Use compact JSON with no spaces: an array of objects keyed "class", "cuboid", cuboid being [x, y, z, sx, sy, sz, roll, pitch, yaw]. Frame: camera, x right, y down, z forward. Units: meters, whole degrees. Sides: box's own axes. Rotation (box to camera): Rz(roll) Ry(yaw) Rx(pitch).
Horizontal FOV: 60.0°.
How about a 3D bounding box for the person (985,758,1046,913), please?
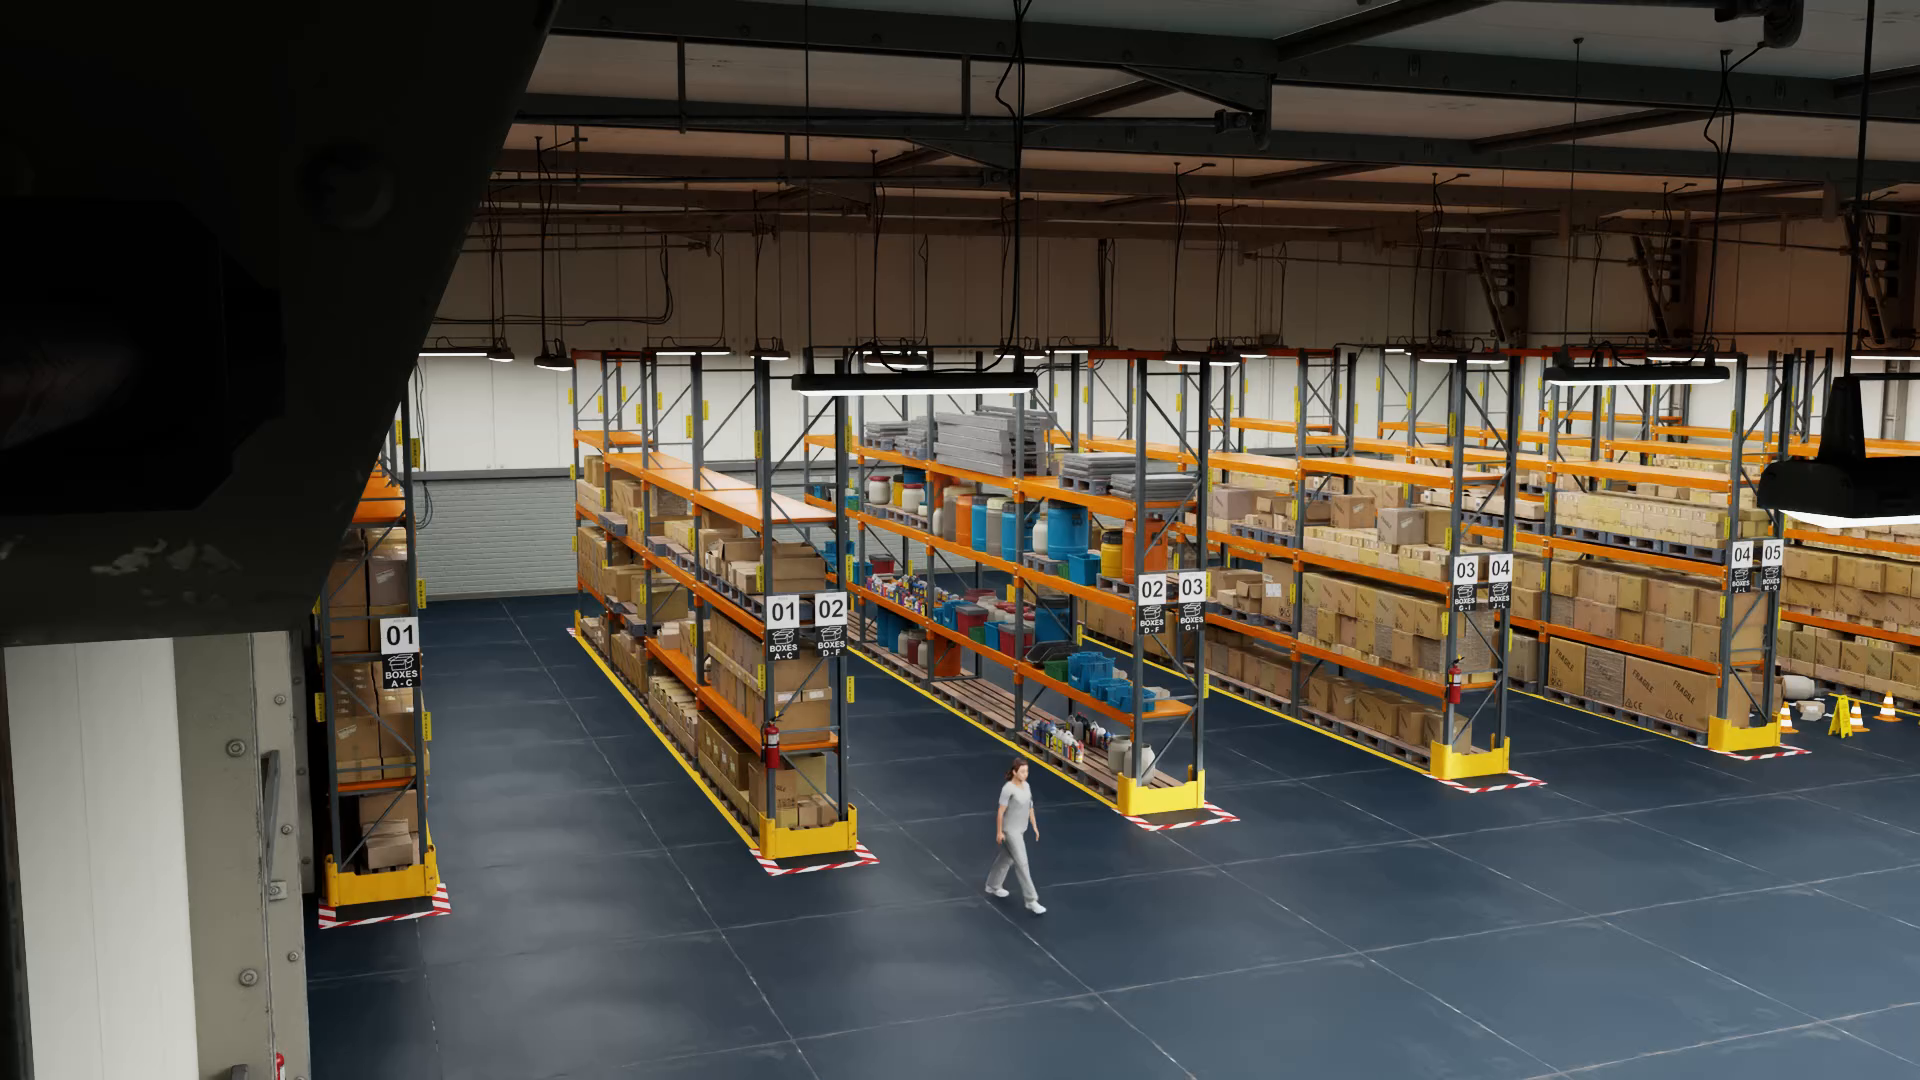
[{"class":"person","cuboid":[0.648,3.217,18.416,0.929,1.620,0.484,4,8,32]}]
